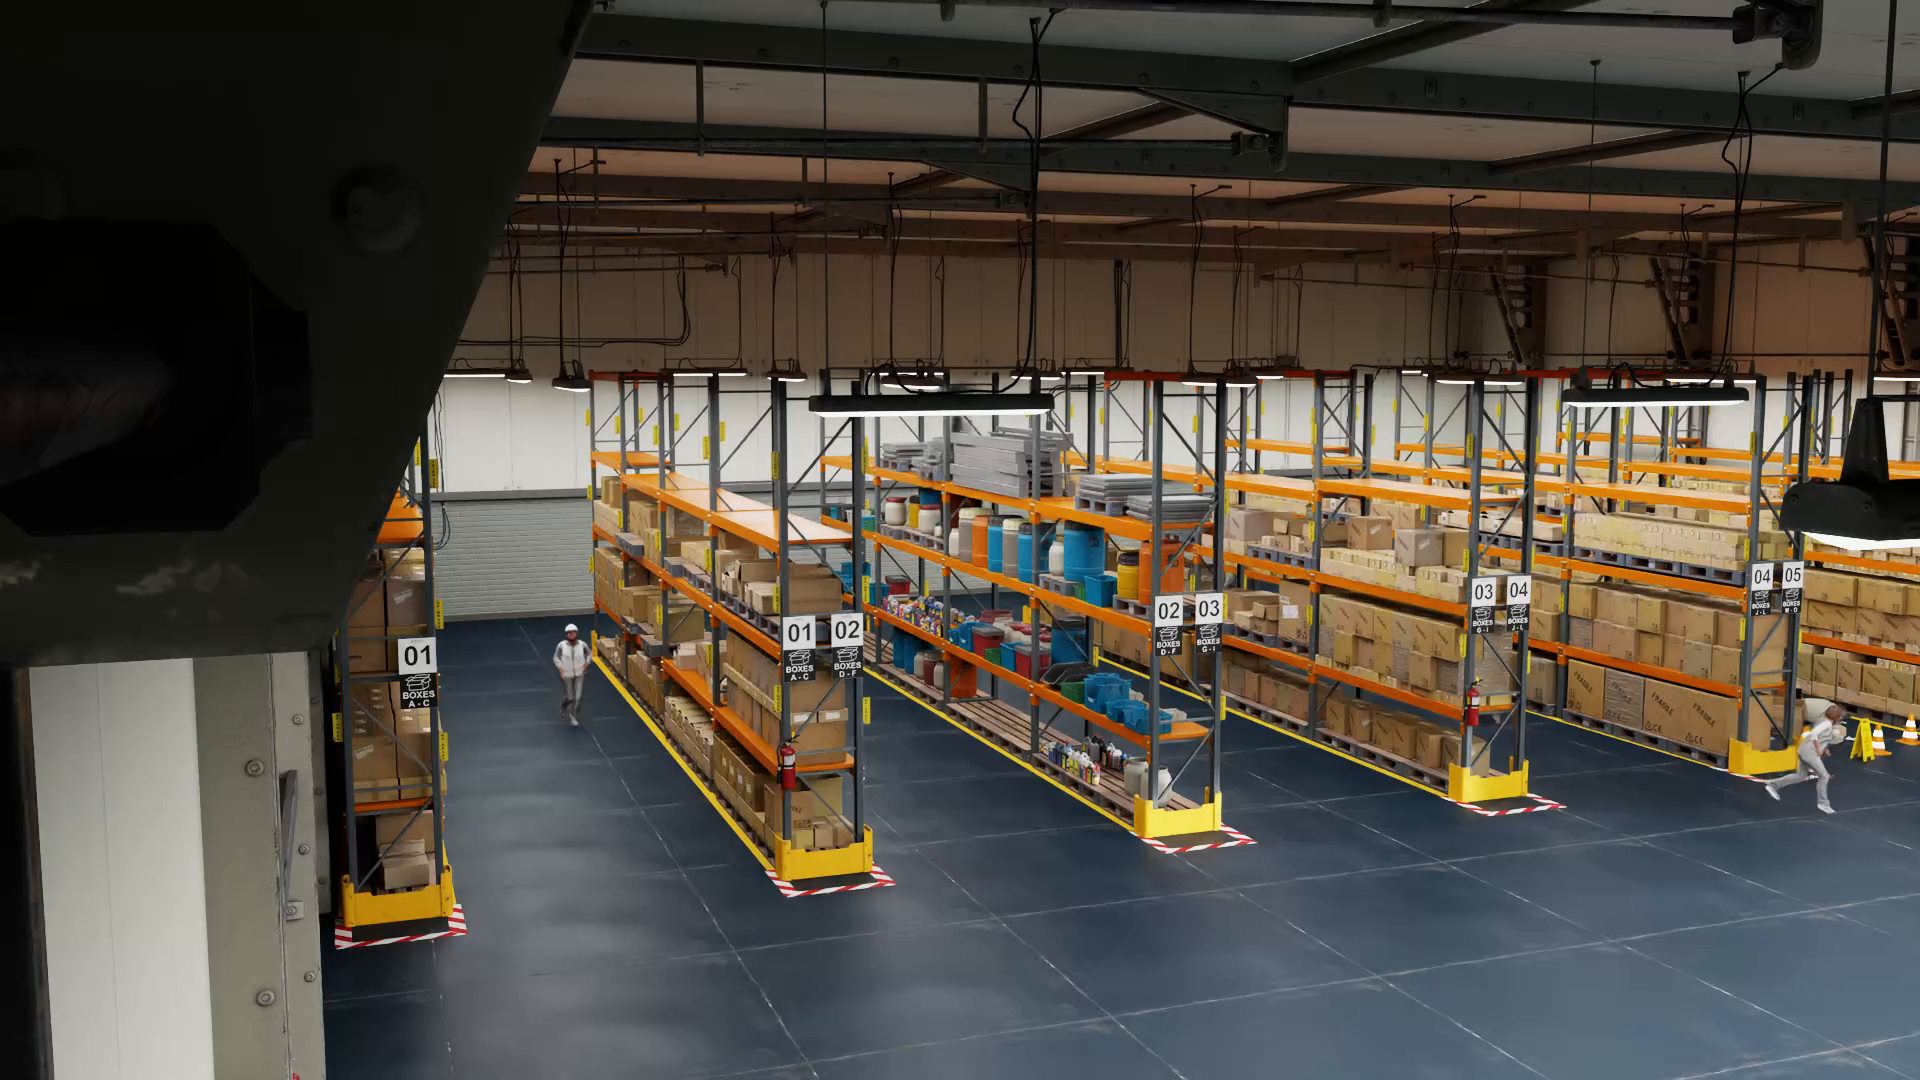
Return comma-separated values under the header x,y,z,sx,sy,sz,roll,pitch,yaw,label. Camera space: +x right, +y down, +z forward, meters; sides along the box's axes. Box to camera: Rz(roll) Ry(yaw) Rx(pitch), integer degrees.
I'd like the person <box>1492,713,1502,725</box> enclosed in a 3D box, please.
x,y,z,sx,sy,sz,roll,pitch,yaw,label
9.133,2.292,28.864,0.704,1.732,1.056,-3,7,-27,person

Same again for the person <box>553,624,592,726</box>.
x,y,z,sx,sy,sz,roll,pitch,yaw,label
-6.615,2.301,28.477,0.656,1.745,0.625,-2,7,-20,person

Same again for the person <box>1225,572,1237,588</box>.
x,y,z,sx,sy,sz,roll,pitch,yaw,label
6.788,0.832,41.382,0.901,1.788,0.740,1,6,8,person

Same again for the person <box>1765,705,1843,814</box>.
x,y,z,sx,sy,sz,roll,pitch,yaw,label
11.683,3.028,23.031,0.914,1.546,0.569,3,7,22,person
